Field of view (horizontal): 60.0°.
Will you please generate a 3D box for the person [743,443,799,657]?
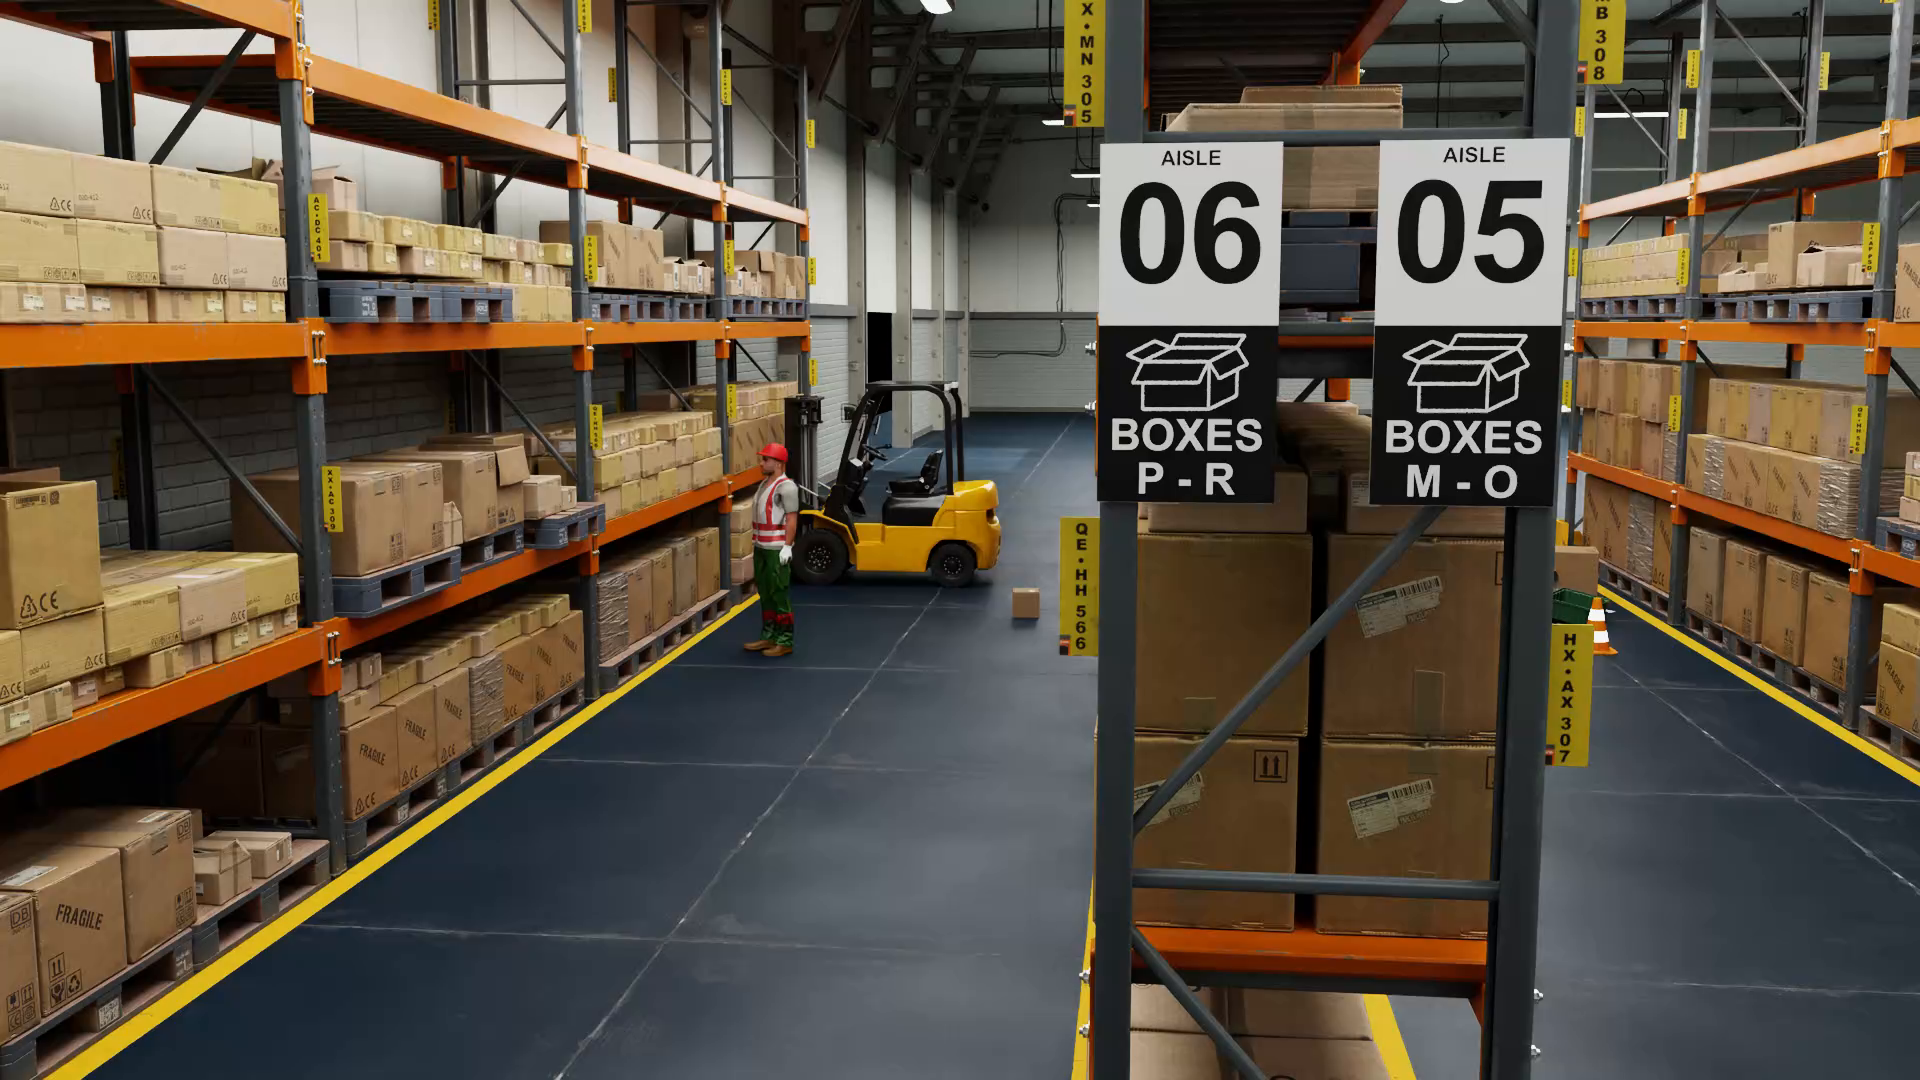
[{"bbox_3d":[-1.607,0.073,14.122,0.373,1.795,0.544,-5,9,-34],"label":"person"}]
